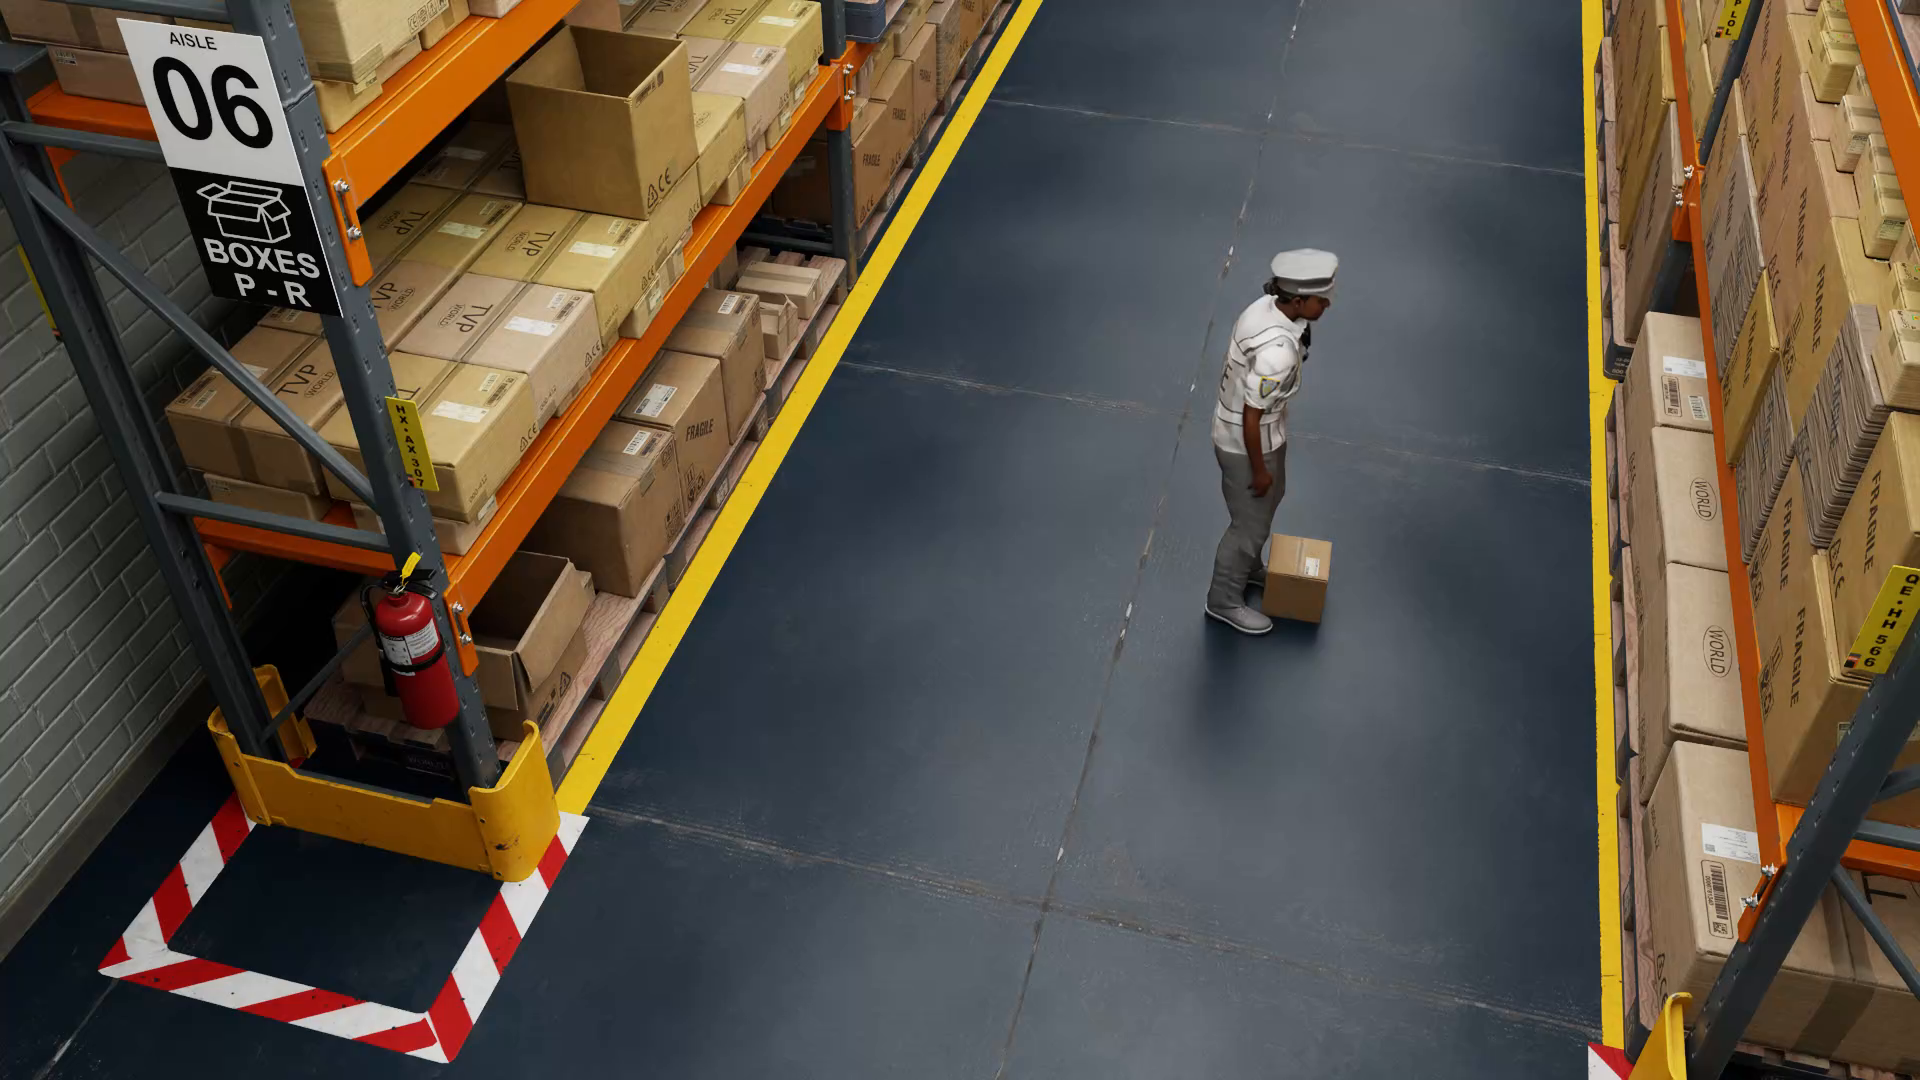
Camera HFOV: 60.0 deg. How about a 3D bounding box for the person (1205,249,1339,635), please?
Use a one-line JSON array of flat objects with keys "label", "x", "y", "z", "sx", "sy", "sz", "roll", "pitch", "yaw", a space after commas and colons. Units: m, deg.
[{"label": "person", "x": 1.207, "y": -0.398, "z": 6.614, "sx": 0.417, "sy": 1.657, "sz": 0.515, "roll": 10, "pitch": 42, "yaw": 11}]
